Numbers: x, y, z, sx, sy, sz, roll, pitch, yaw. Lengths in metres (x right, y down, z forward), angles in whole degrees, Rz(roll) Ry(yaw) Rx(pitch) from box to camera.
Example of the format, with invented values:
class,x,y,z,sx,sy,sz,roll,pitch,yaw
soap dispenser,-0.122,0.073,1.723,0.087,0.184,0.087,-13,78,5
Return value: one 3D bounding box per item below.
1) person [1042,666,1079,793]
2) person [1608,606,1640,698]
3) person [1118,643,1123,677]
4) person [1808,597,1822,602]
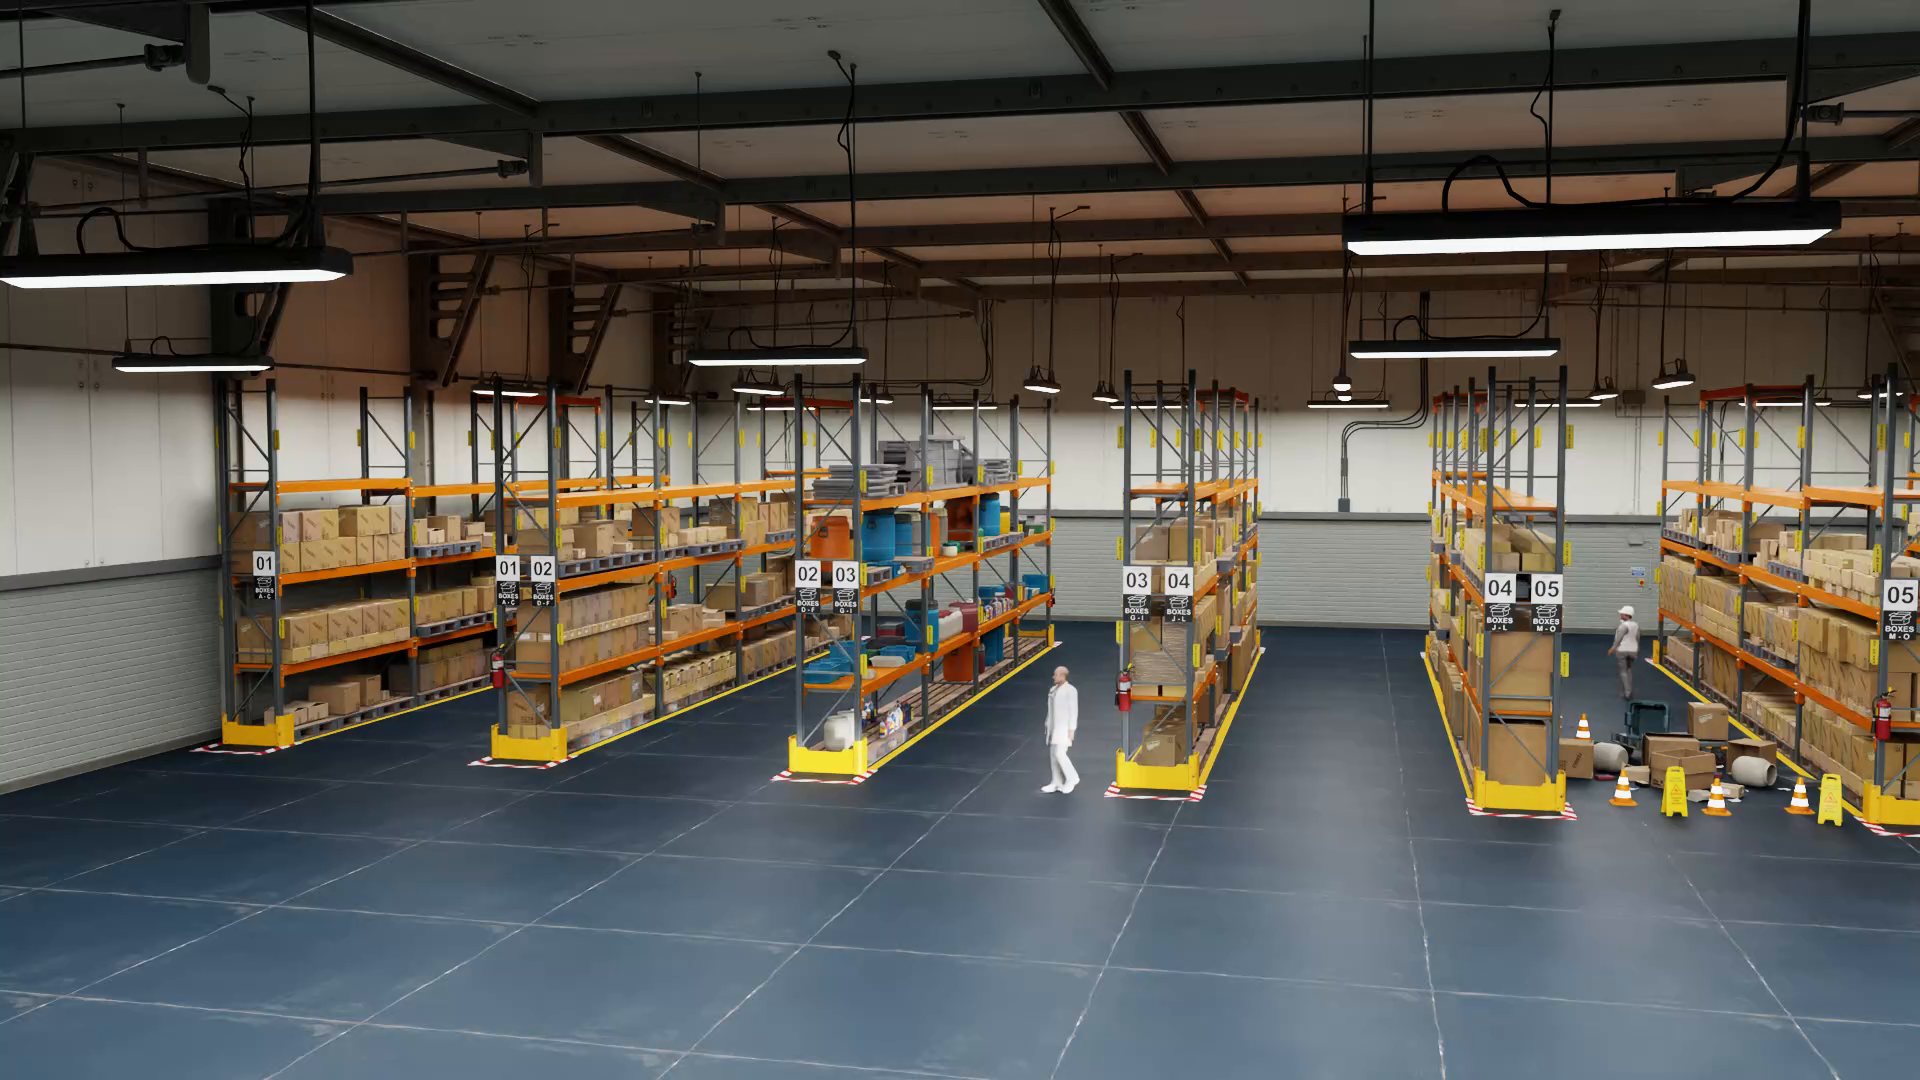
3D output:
class,x,y,z,sx,sy,sz,roll,pitch,yaw
person,1.424,2.687,23.613,0.497,1.782,0.634,-2,4,-30
person,12.897,2.182,32.219,0.603,1.808,0.607,0,3,-4
person,3.421,2.172,33.460,0.463,1.608,0.988,1,4,13
person,19.613,1.836,38.140,0.987,1.750,0.582,0,3,6
